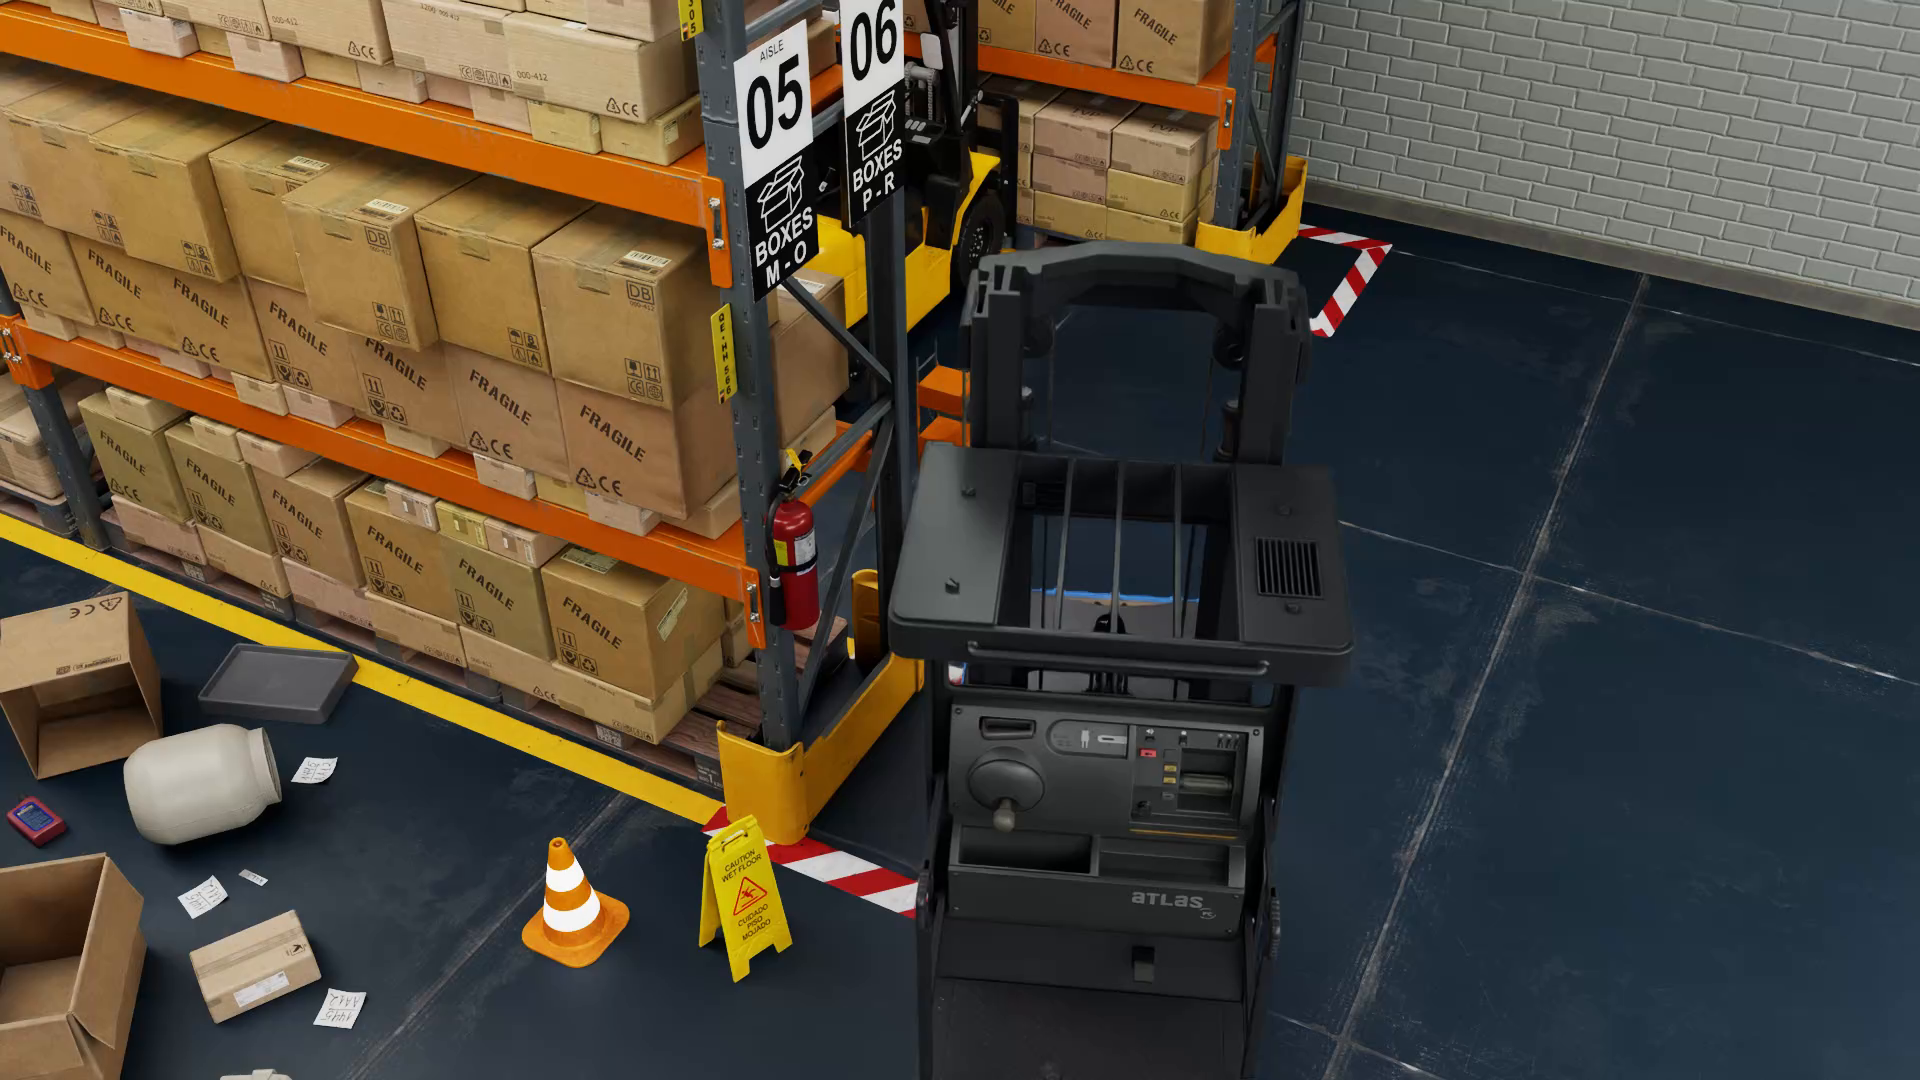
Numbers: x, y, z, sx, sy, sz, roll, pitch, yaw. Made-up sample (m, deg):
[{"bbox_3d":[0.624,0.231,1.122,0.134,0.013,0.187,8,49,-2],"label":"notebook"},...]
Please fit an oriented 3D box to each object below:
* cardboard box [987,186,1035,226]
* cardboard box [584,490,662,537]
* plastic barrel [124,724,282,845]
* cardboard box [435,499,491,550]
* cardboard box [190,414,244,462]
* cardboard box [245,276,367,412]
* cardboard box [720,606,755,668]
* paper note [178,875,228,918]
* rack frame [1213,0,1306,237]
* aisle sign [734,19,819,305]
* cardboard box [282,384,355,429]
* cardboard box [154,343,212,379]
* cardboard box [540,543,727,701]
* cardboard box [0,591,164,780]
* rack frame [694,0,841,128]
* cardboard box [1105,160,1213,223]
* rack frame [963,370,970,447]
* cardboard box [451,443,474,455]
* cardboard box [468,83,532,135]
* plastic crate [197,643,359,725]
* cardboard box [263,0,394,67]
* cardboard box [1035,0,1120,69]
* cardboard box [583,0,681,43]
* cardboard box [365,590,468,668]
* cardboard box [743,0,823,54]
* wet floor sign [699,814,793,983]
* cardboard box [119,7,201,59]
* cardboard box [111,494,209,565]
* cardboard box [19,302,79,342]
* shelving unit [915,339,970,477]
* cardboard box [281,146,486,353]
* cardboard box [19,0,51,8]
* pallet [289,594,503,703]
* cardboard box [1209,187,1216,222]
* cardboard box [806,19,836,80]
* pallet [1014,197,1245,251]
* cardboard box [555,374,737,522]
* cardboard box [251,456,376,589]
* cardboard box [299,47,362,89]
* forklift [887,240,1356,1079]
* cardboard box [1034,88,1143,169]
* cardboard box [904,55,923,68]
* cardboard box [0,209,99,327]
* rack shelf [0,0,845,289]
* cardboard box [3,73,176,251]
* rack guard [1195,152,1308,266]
[{"bbox_3d":[0.358,-2.287,10.709,0.500,0.250,0.500,18,41,22],"label":"cardboard box"},{"bbox_3d":[-1.188,-0.200,6.241,0.250,0.149,0.380,17,40,21],"label":"cardboard box"},{"bbox_3d":[-3.012,0.964,6.630,0.512,0.421,0.421,-14,39,-18],"label":"plastic barrel"},{"bbox_3d":[-1.892,-0.150,6.737,0.250,0.149,0.380,18,41,22],"label":"cardboard box"},{"bbox_3d":[-3.094,-0.524,7.229,0.250,0.149,0.380,19,41,23],"label":"cardboard box"},{"bbox_3d":[-2.417,-0.896,6.620,0.500,0.500,0.500,18,41,22],"label":"cardboard box"},{"bbox_3d":[-1.071,0.255,7.360,0.500,0.250,0.500,17,40,21],"label":"cardboard box"},{"bbox_3d":[-2.922,1.376,6.422,0.148,0.019,0.142,-29,46,-33],"label":"paper note"},{"bbox_3d":[1.798,-2.966,9.677,0.127,3.000,1.000,17,41,21],"label":"rack frame"},{"bbox_3d":[-0.560,-1.163,5.151,0.004,0.787,0.394,17,41,21],"label":"aisle sign"},{"bbox_3d":[-2.533,-0.637,6.816,0.250,0.149,0.380,17,40,21],"label":"cardboard box"},{"bbox_3d":[-3.200,-0.865,7.117,0.250,0.149,0.380,19,41,23],"label":"cardboard box"},{"bbox_3d":[-1.313,0.246,6.752,0.500,0.500,0.500,18,41,22],"label":"cardboard box"},{"bbox_3d":[-3.708,0.610,7.030,0.500,0.500,0.500,-14,39,-18],"label":"cardboard box"},{"bbox_3d":[-0.482,-2.690,4.351,0.127,3.000,1.000,17,41,21],"label":"rack frame"},{"bbox_3d":[1.222,-2.205,10.187,0.500,0.250,0.500,17,40,21],"label":"cardboard box"},{"bbox_3d":[0.061,-0.399,7.907,0.008,1.050,0.200,17,41,21],"label":"rack frame"},{"bbox_3d":[-1.811,-0.485,6.616,0.250,0.149,0.380,18,41,22],"label":"cardboard box"},{"bbox_3d":[-1.384,-1.488,5.456,0.250,0.149,0.380,19,41,23],"label":"cardboard box"},{"bbox_3d":[-3.017,0.627,7.358,0.583,0.080,0.402,4,37,6],"label":"plastic crate"},{"bbox_3d":[-1.969,-1.834,5.582,0.500,0.250,0.500,19,41,23],"label":"cardboard box"},{"bbox_3d":[0.783,-3.151,9.838,0.500,0.500,0.500,19,41,23],"label":"cardboard box"},{"bbox_3d":[-0.918,-1.648,5.008,0.250,0.149,0.380,18,41,22],"label":"cardboard box"},{"bbox_3d":[-2.247,0.256,7.358,0.500,0.250,0.500,16,40,20],"label":"cardboard box"},{"bbox_3d":[-0.806,-1.837,5.586,0.500,0.250,0.500,17,40,21],"label":"cardboard box"},{"bbox_3d":[-0.805,1.265,6.050,0.267,0.644,0.232,-29,46,-33],"label":"wet floor sign"},{"bbox_3d":[-2.765,-1.883,5.977,0.250,0.149,0.380,17,40,21],"label":"cardboard box"},{"bbox_3d":[-3.634,-0.176,7.927,0.500,0.250,0.500,16,40,19],"label":"cardboard box"},{"bbox_3d":[-3.902,-1.053,7.364,0.250,0.149,0.380,17,40,21],"label":"cardboard box"},{"bbox_3d":[-0.048,-0.433,7.952,0.252,1.050,0.215,17,41,21],"label":"shelving unit"},{"bbox_3d":[-1.982,-1.113,6.080,0.500,0.500,0.700,17,40,21],"label":"cardboard box"},{"bbox_3d":[-3.392,-2.177,6.363,0.250,0.149,0.380,17,41,22],"label":"cardboard box"},{"bbox_3d":[-2.334,0.204,7.806,1.213,0.211,1.003,17,41,21],"label":"pallet"},{"bbox_3d":[1.451,-2.280,10.700,0.500,0.250,0.500,18,41,22],"label":"cardboard box"},{"bbox_3d":[-0.627,-1.662,5.685,0.250,0.149,0.380,17,41,22],"label":"cardboard box"},{"bbox_3d":[1.099,-2.046,10.771,1.213,0.211,1.003,17,41,21],"label":"pallet"},{"bbox_3d":[-1.091,-0.462,6.049,0.500,0.500,0.500,17,40,21],"label":"cardboard box"},{"bbox_3d":[-2.694,-0.187,7.322,0.500,0.500,0.500,20,41,24],"label":"cardboard box"},{"bbox_3d":[-2.052,-1.715,5.756,0.250,0.149,0.380,16,40,20],"label":"cardboard box"},{"bbox_3d":[0.413,0.767,4.816,1.130,2.935,3.031,4,37,5],"label":"forklift"},{"bbox_3d":[0.789,-2.536,10.210,0.500,0.250,0.500,18,41,22],"label":"cardboard box"},{"bbox_3d":[-0.573,-2.966,10.777,0.500,0.250,0.500,19,41,23],"label":"cardboard box"},{"bbox_3d":[-3.771,-1.299,7.152,0.500,0.500,0.500,17,40,21],"label":"cardboard box"},{"bbox_3d":[-2.258,-1.765,6.208,4.000,0.370,1.077,17,41,21],"label":"rack shelf"},{"bbox_3d":[-3.299,-1.577,6.691,0.500,0.500,0.700,18,41,22],"label":"cardboard box"},{"bbox_3d":[1.819,-1.964,10.424,0.348,0.500,1.175,17,41,21],"label":"rack guard"}]
